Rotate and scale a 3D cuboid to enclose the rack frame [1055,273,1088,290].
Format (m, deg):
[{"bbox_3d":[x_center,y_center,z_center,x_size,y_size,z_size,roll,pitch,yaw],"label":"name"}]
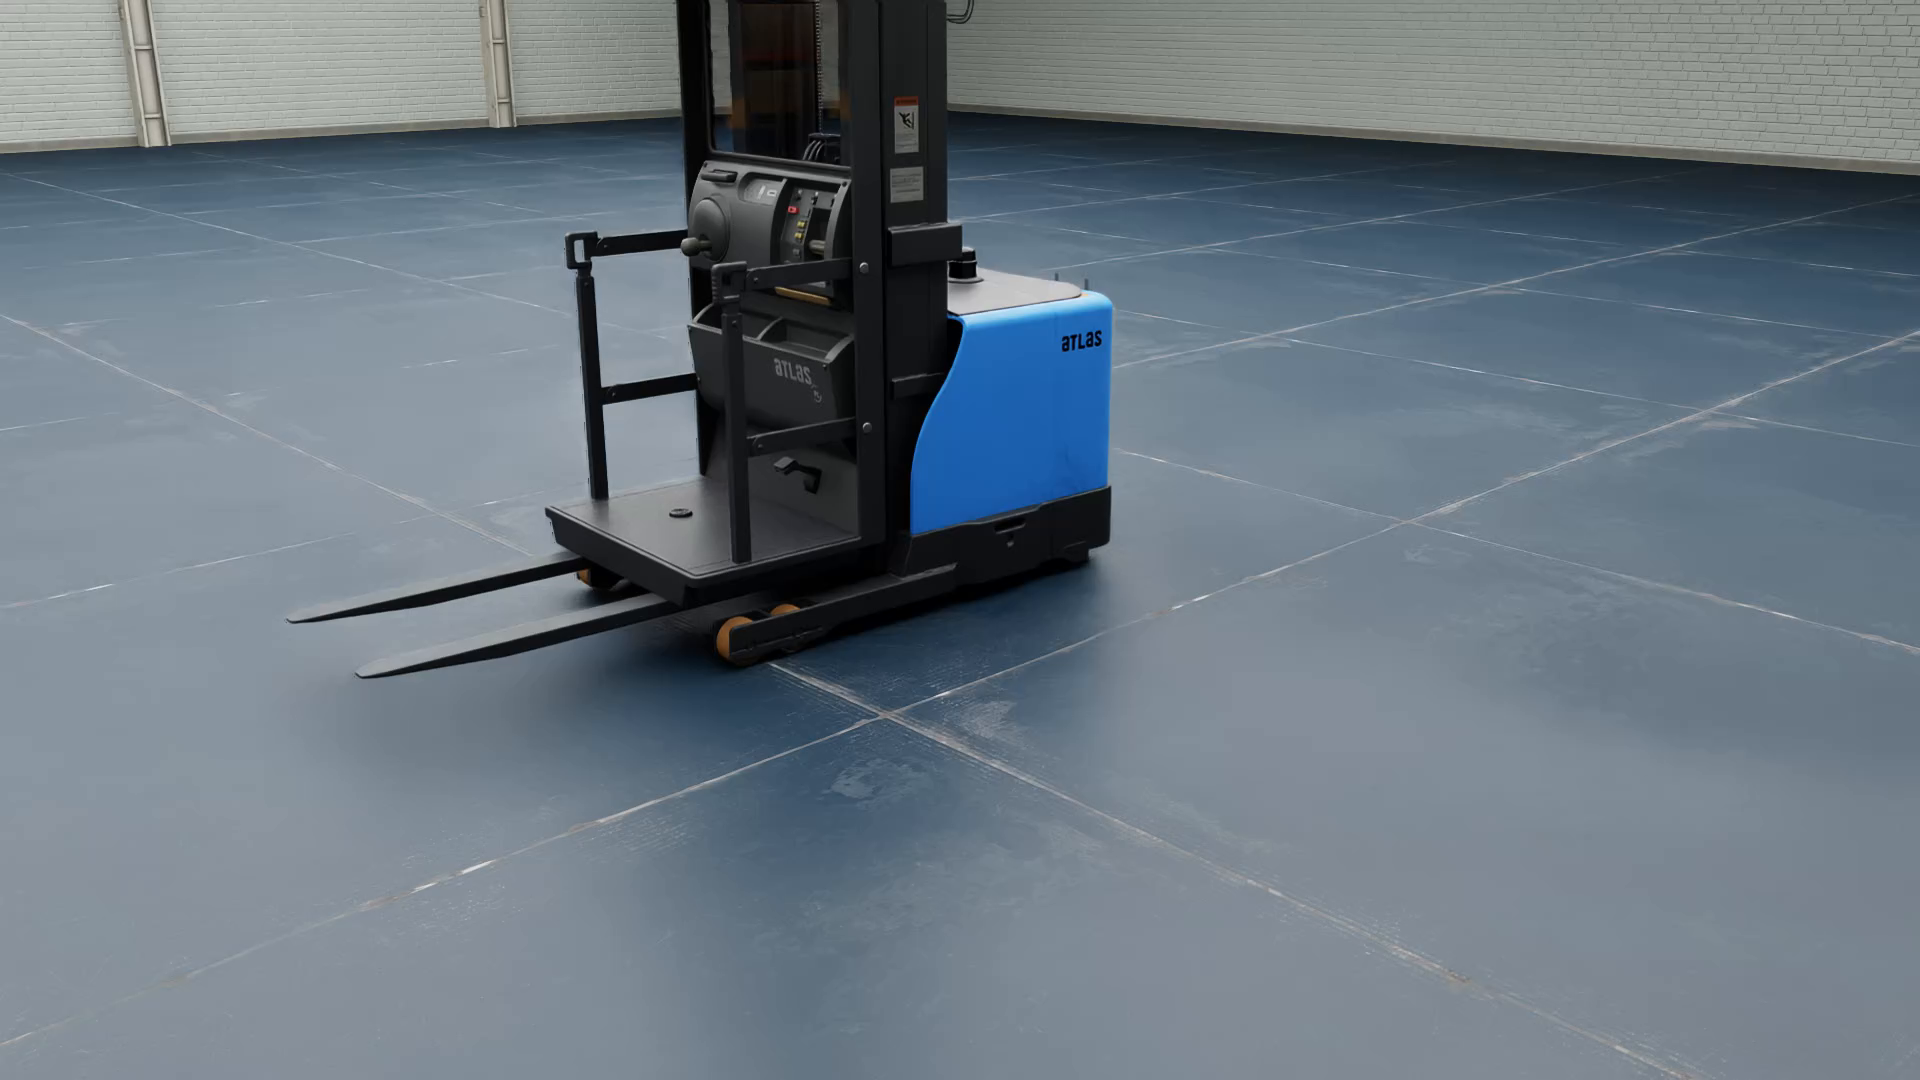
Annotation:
[{"bbox_3d":[0.471,-0.618,7.187,0.008,1.050,0.200,-14,23,-38],"label":"rack frame"}]

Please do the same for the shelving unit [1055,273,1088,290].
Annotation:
[{"bbox_3d":[0.377,-0.593,7.113,0.252,1.050,0.215,-14,23,-38],"label":"shelving unit"}]

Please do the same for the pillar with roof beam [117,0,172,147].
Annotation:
[{"bbox_3d":[-9.626,-9.480,21.632,0.400,9.000,9.100,-16,24,-41],"label":"pillar with roof beam"}]

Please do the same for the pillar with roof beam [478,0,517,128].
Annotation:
[{"bbox_3d":[-5.266,-10.751,25.553,0.400,9.000,9.100,-16,24,-41],"label":"pillar with roof beam"}]

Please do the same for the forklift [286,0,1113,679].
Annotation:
[{"bbox_3d":[-0.847,-1.147,5.772,3.031,2.935,1.130,-14,23,-38],"label":"forklift"}]

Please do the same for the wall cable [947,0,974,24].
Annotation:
[{"bbox_3d":[-0.815,-11.838,33.940,0.112,2.526,3.097,-16,24,-41],"label":"wall cable"}]
